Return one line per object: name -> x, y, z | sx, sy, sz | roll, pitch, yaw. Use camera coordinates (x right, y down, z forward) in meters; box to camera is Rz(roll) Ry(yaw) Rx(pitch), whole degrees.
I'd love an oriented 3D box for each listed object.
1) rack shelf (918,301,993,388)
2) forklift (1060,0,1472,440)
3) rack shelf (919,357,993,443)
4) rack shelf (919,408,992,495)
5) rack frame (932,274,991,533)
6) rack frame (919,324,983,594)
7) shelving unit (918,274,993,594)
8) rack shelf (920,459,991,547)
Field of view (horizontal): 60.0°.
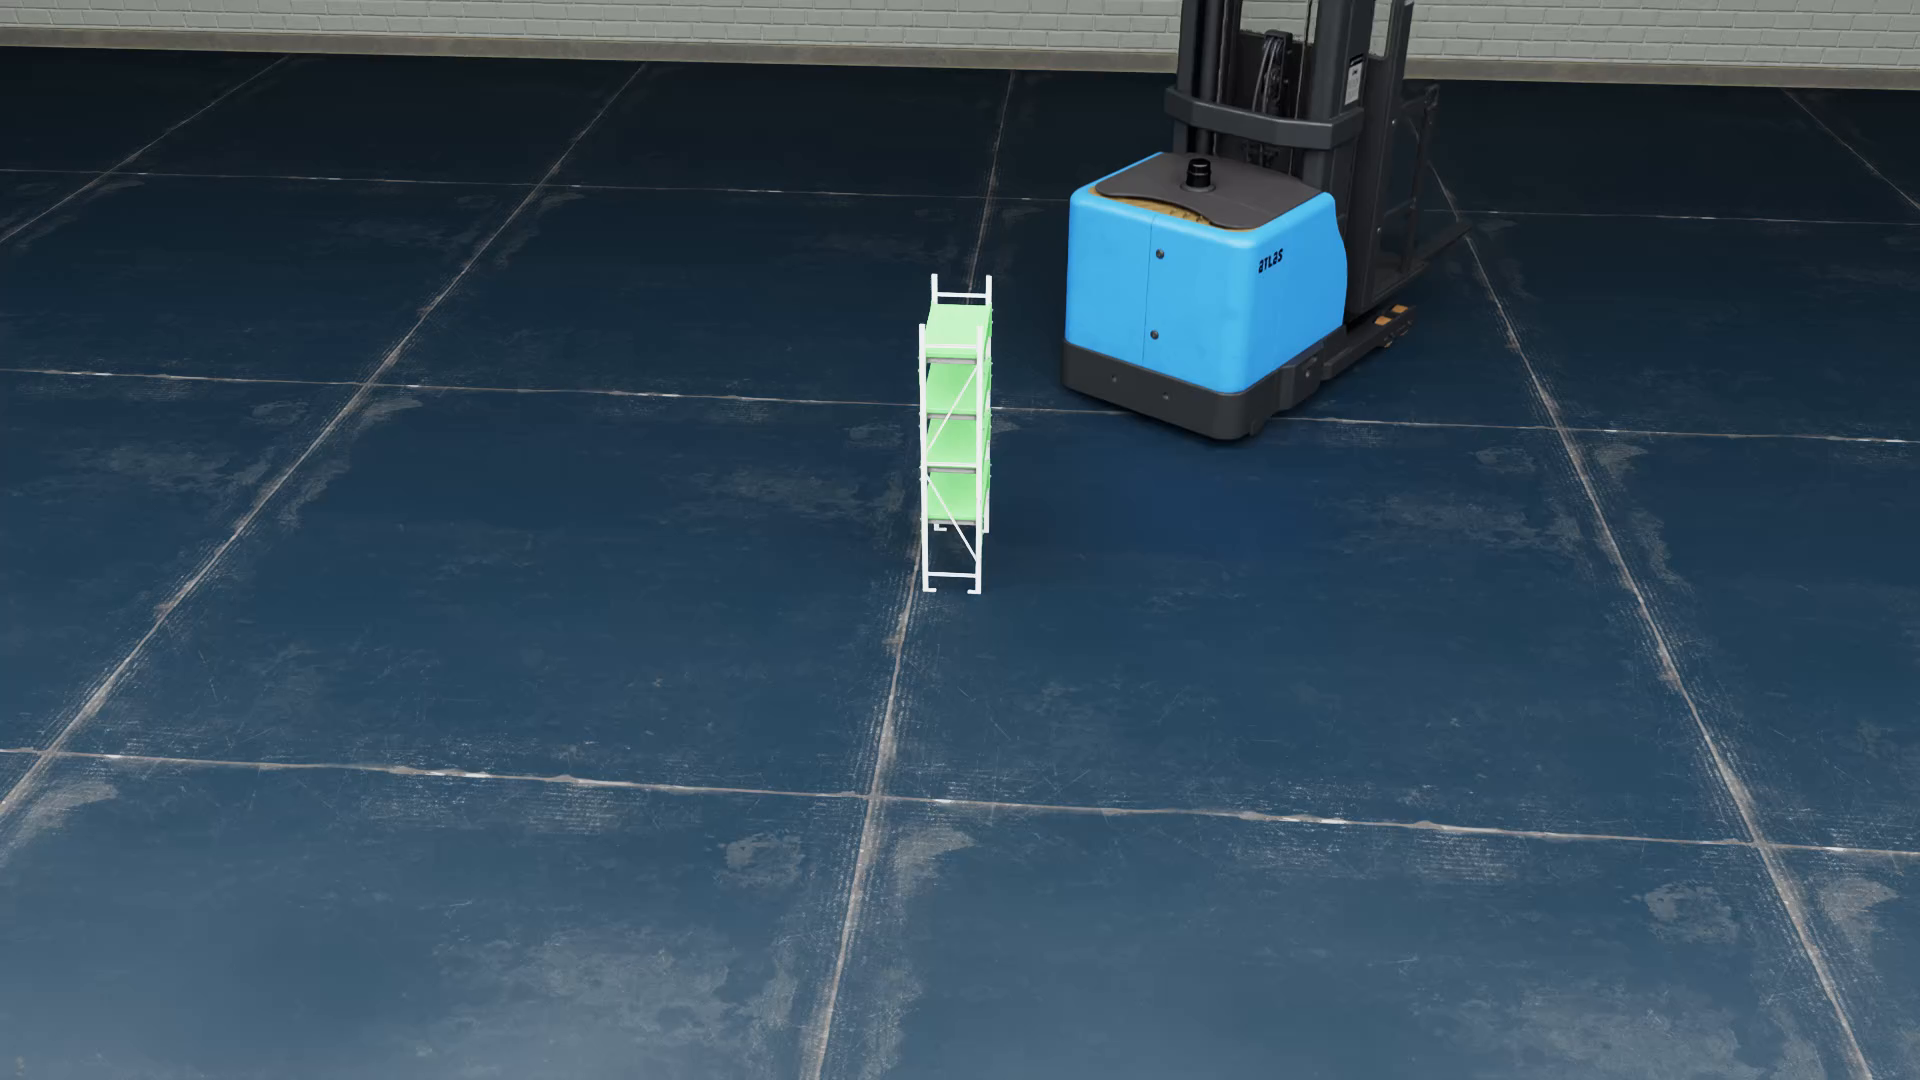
rack shelf -> -0.013, -0.778, 6.576 | 0.258, 0.148, 0.480 | 2, 32, 4
forklift -> 1.827, -2.427, 8.395 | 1.130, 2.935, 3.031 | 23, 38, 32
rack shelf -> -0.013, -0.574, 6.702 | 0.258, 0.148, 0.480 | 2, 32, 4
rack shelf -> -0.013, -0.370, 6.828 | 0.258, 0.148, 0.480 | 2, 32, 4
rack frame -> 0.006, -0.552, 7.002 | 0.240, 1.200, 0.015 | 2, 32, 4
rack frame -> -0.033, -0.297, 6.588 | 0.240, 1.200, 0.015 | 2, 32, 4
shelving unit -> -0.013, -0.424, 6.795 | 0.258, 1.200, 0.503 | 2, 32, 4
rack shelf -> -0.013, -0.166, 6.954 | 0.258, 0.148, 0.480 | 2, 32, 4
